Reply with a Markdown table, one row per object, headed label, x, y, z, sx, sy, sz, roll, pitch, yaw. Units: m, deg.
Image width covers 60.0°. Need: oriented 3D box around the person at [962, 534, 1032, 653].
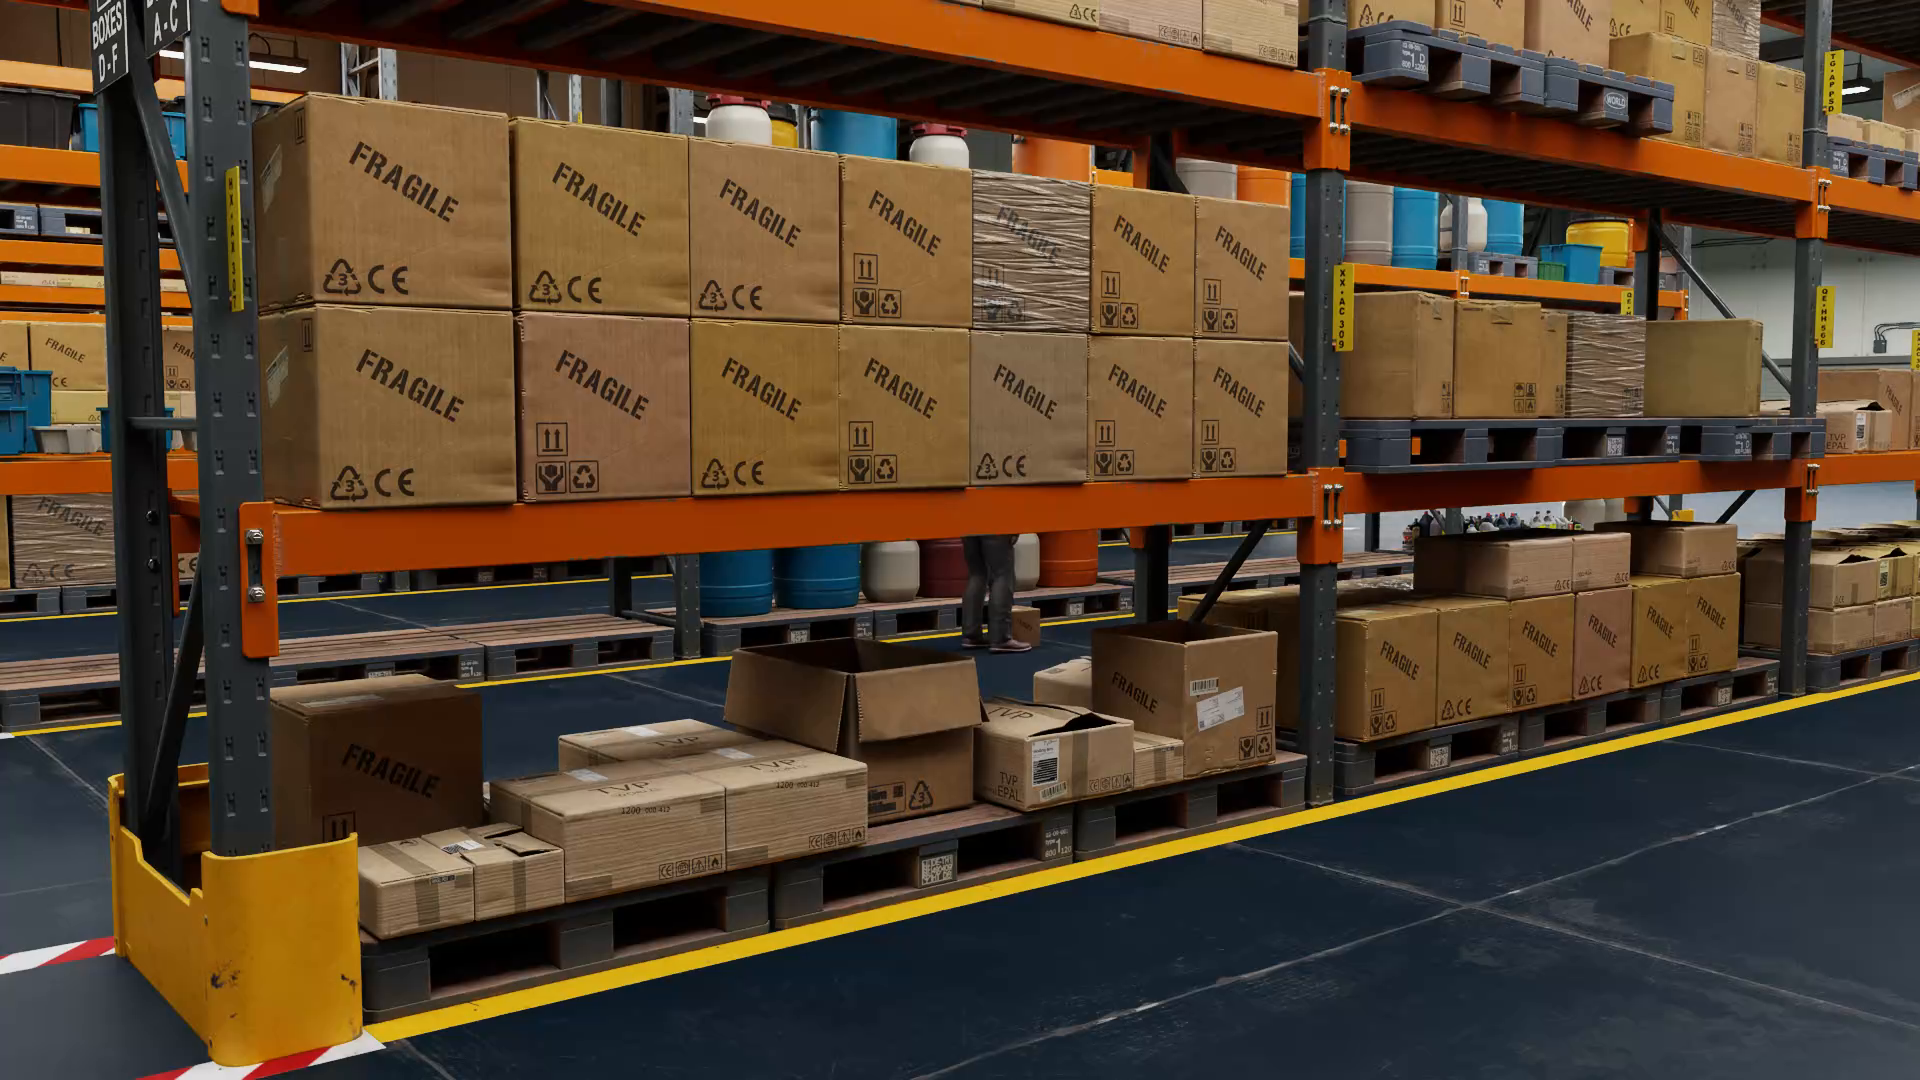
| label | x | y | z | sx | sy | sz | roll | pitch | yaw |
| --- | --- | --- | --- | --- | --- | --- | --- | --- | --- |
| person | 0.192 | -0.112 | 10.736 | 0.351 | 1.654 | 0.512 | -4 | 6 | -40 |
